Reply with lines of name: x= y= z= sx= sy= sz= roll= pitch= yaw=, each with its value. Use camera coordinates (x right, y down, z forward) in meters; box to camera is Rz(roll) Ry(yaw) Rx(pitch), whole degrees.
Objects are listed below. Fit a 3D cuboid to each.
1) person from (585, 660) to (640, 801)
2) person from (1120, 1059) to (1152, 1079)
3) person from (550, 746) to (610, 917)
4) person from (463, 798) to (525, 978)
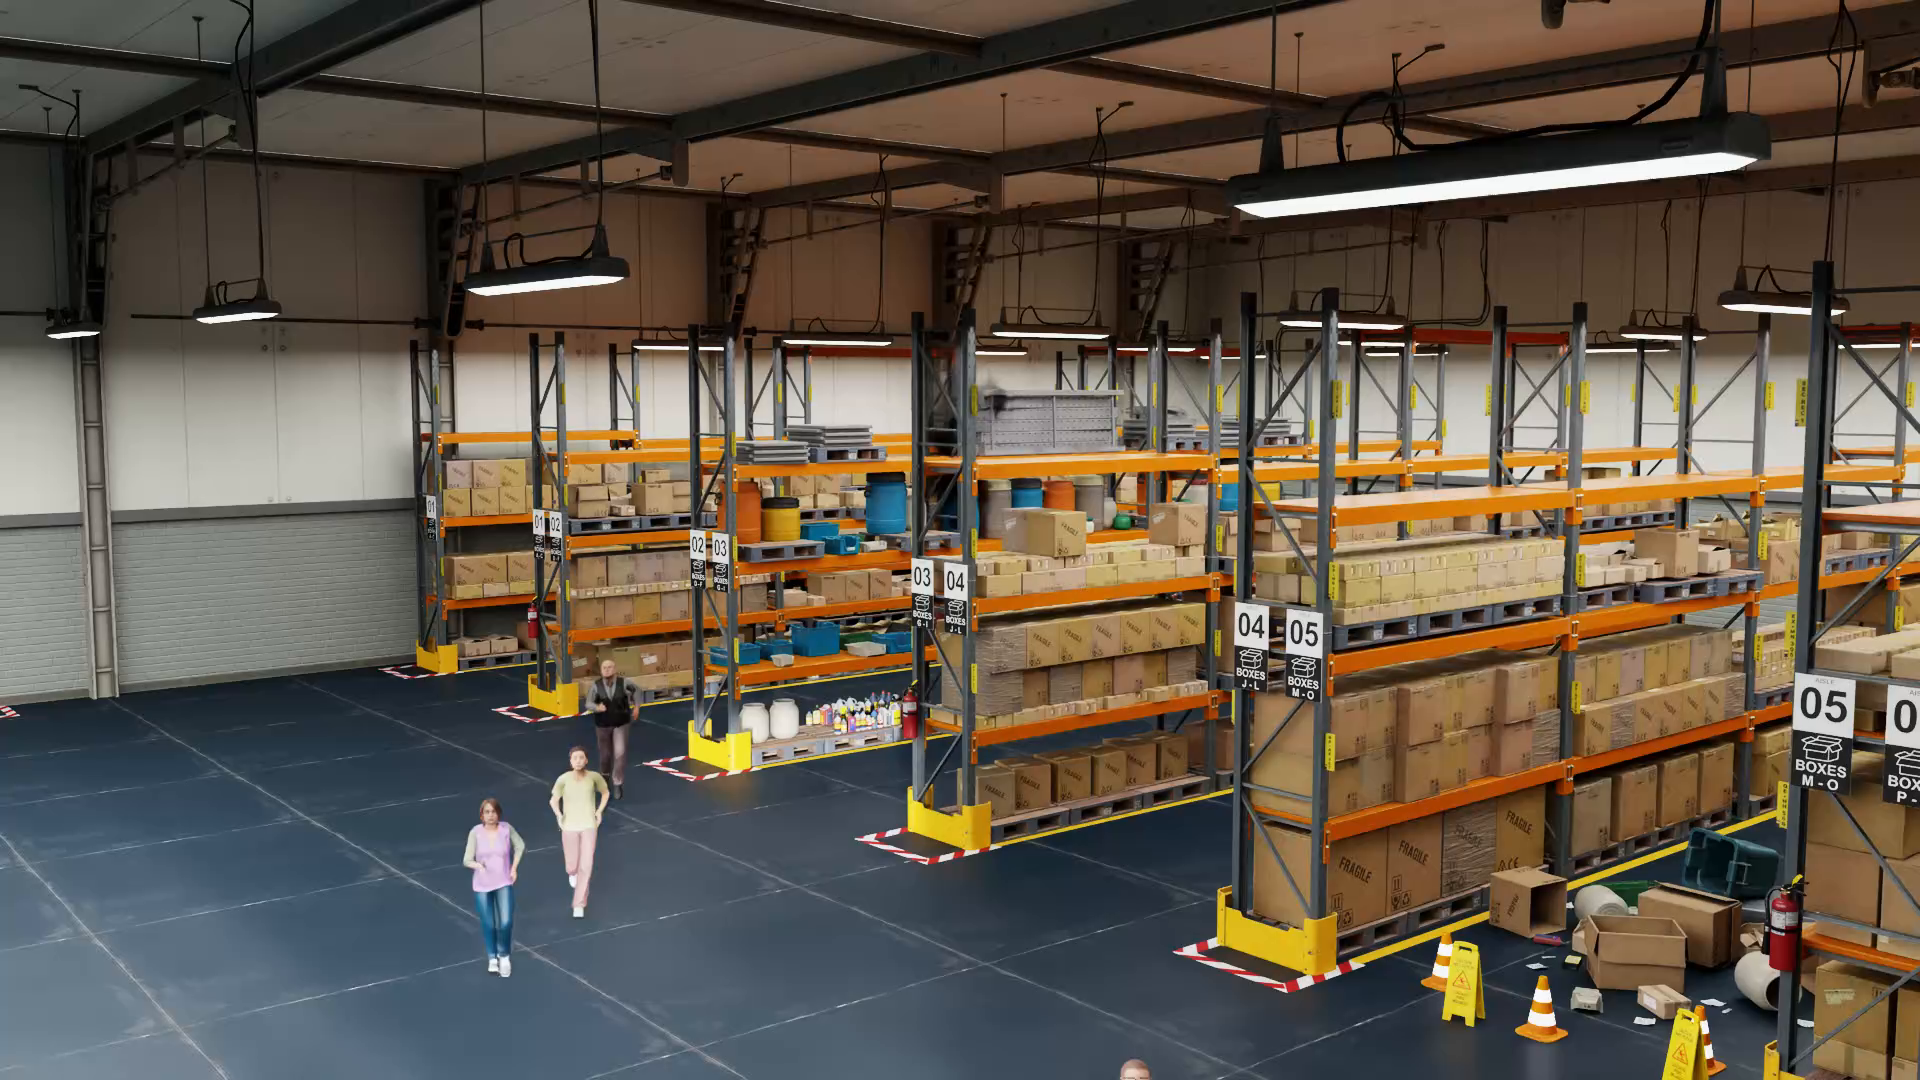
person: x=-4.376 y=2.373 z=20.981 sx=0.664 sy=1.760 sz=0.886 roll=-1 pitch=5 yaw=-6
person: x=0.903 y=3.560 z=8.610 sx=0.675 sy=1.616 sz=0.592 roll=0 pitch=5 yaw=3
person: x=-3.739 y=2.836 z=16.401 sx=0.579 sy=1.637 sz=0.776 roll=-1 pitch=5 yaw=-13
person: x=-4.045 y=3.035 z=14.459 sx=0.519 sy=1.582 sz=0.615 roll=-1 pitch=5 yaw=-15
